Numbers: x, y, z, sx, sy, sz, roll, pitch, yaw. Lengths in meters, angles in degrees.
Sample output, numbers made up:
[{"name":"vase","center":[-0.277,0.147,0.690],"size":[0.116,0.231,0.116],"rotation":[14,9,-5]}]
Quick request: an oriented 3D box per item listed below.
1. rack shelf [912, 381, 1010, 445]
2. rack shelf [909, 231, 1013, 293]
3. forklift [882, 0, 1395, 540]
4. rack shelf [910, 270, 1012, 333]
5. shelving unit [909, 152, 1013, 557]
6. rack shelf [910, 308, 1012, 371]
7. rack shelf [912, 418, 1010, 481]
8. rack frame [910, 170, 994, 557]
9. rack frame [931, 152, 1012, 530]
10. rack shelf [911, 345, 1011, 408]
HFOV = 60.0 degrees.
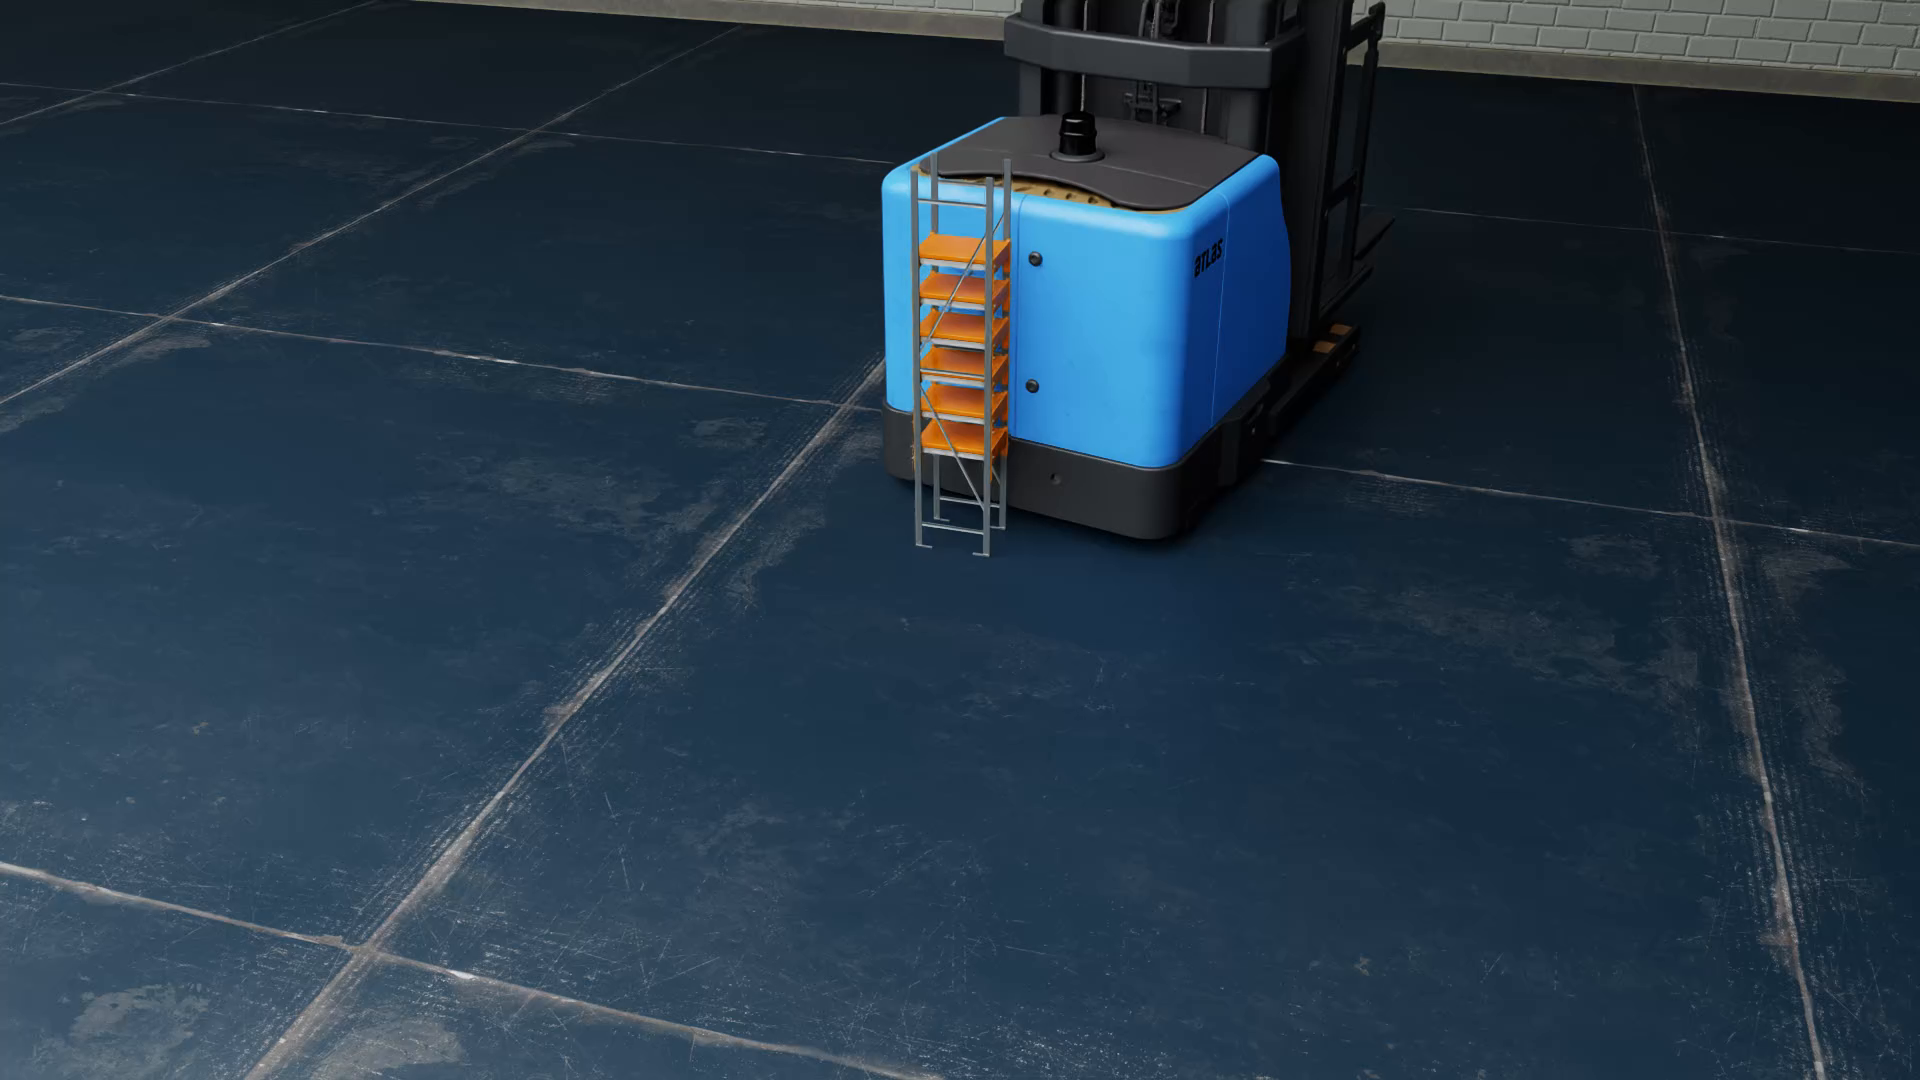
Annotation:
[{"name":"rack shelf","center":[0.004,-0.387,5.050],"size":[0.258,0.103,0.180],"rotation":[8,30,15]},{"name":"rack shelf","center":[0.004,-0.807,4.817],"size":[0.258,0.103,0.180],"rotation":[8,30,15]},{"name":"forklift","center":[0.901,-1.967,5.770],"size":[1.130,2.935,3.031],"rotation":[15,32,25]},{"name":"rack shelf","center":[0.004,-0.702,4.875],"size":[0.258,0.103,0.180],"rotation":[8,30,15]},{"name":"shelving unit","center":[0.004,-0.531,4.970],"size":[0.258,1.200,0.189],"rotation":[8,30,15]},{"name":"rack shelf","center":[0.004,-0.597,4.934],"size":[0.258,0.103,0.180],"rotation":[8,30,15]},{"name":"rack shelf","center":[0.004,-0.282,5.109],"size":[0.258,0.103,0.180],"rotation":[8,30,15]},{"name":"rack frame","center":[-0.023,-0.489,4.894],"size":[0.240,1.200,0.006],"rotation":[8,30,15]},{"name":"rack frame","center":[0.031,-0.574,5.047],"size":[0.240,1.200,0.006],"rotation":[8,30,15]},{"name":"rack shelf","center":[0.004,-0.492,4.992],"size":[0.258,0.103,0.180],"rotation":[8,30,15]}]
